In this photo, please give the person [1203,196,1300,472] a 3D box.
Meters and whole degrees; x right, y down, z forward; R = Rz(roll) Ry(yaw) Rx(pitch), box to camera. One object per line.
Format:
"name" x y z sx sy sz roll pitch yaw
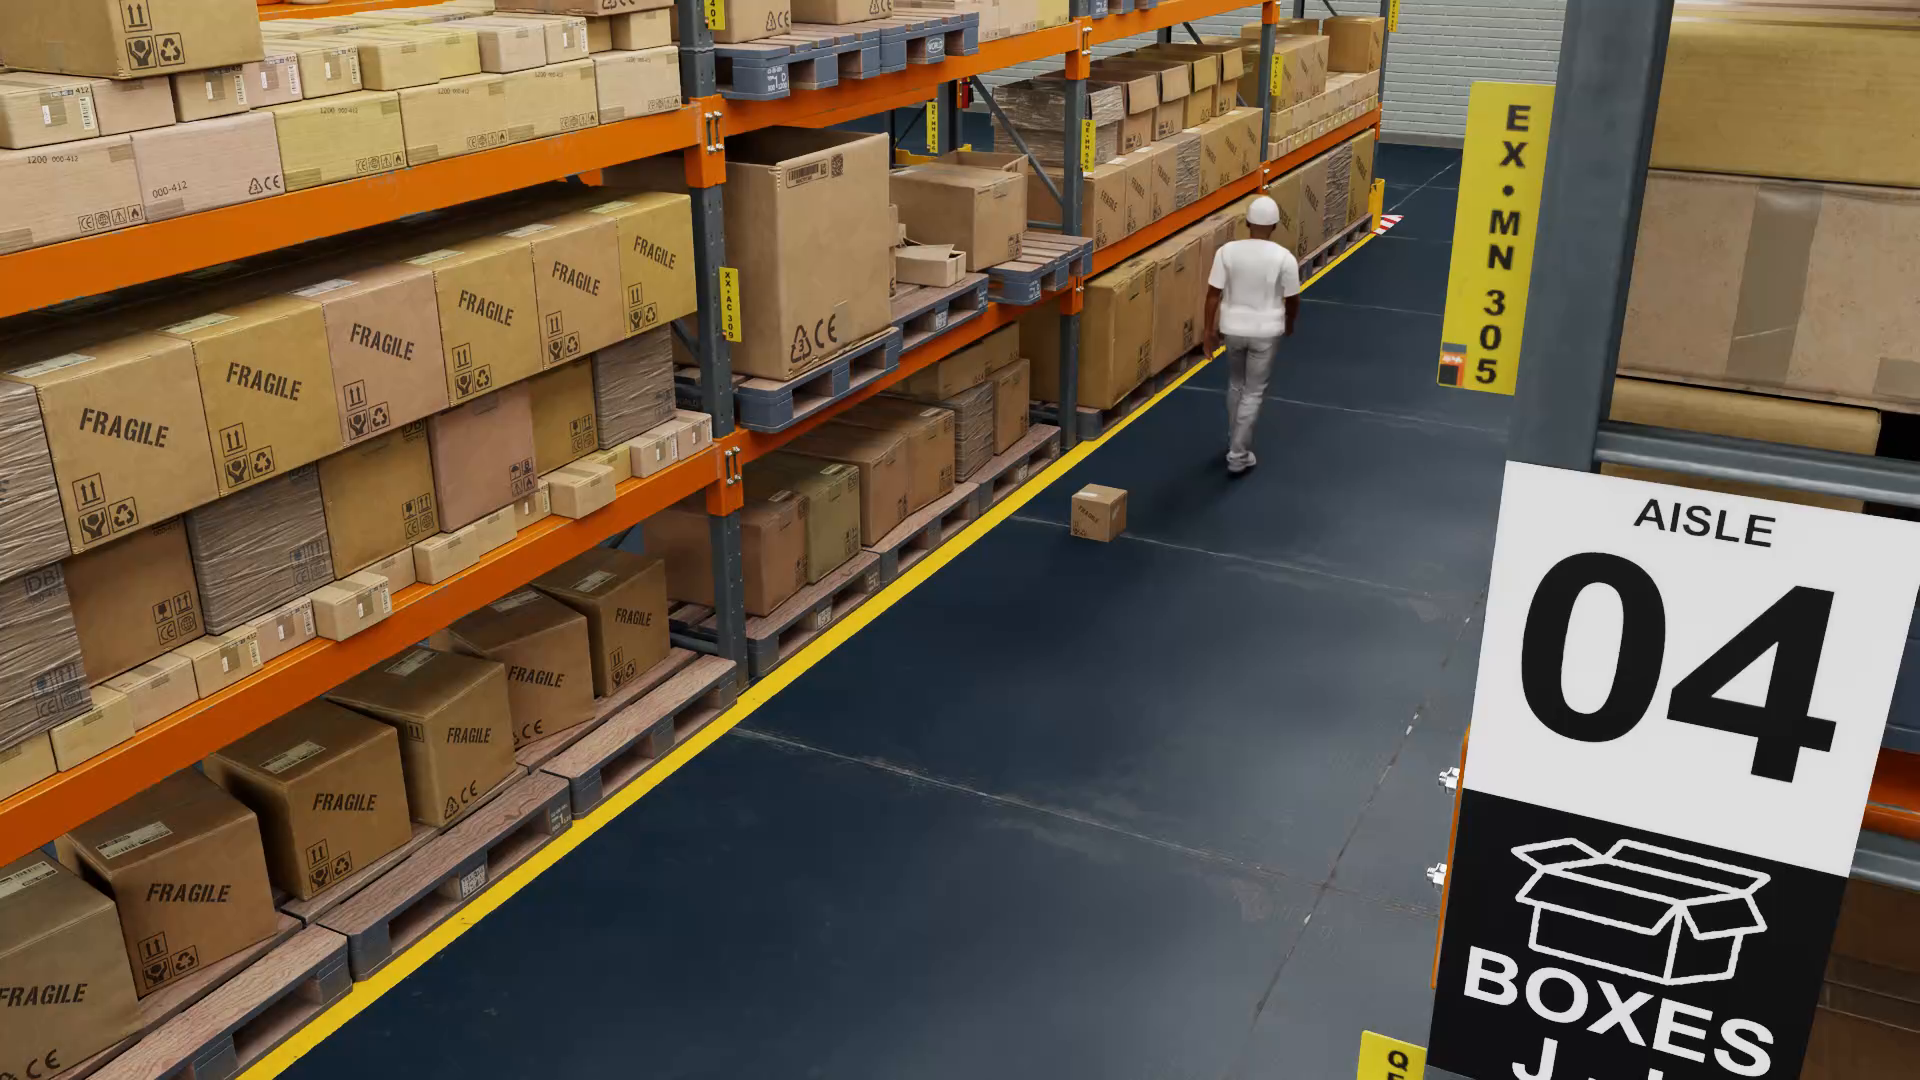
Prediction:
"person" 1.901 -1.323 10.785 0.571 1.816 0.756 12 26 27
